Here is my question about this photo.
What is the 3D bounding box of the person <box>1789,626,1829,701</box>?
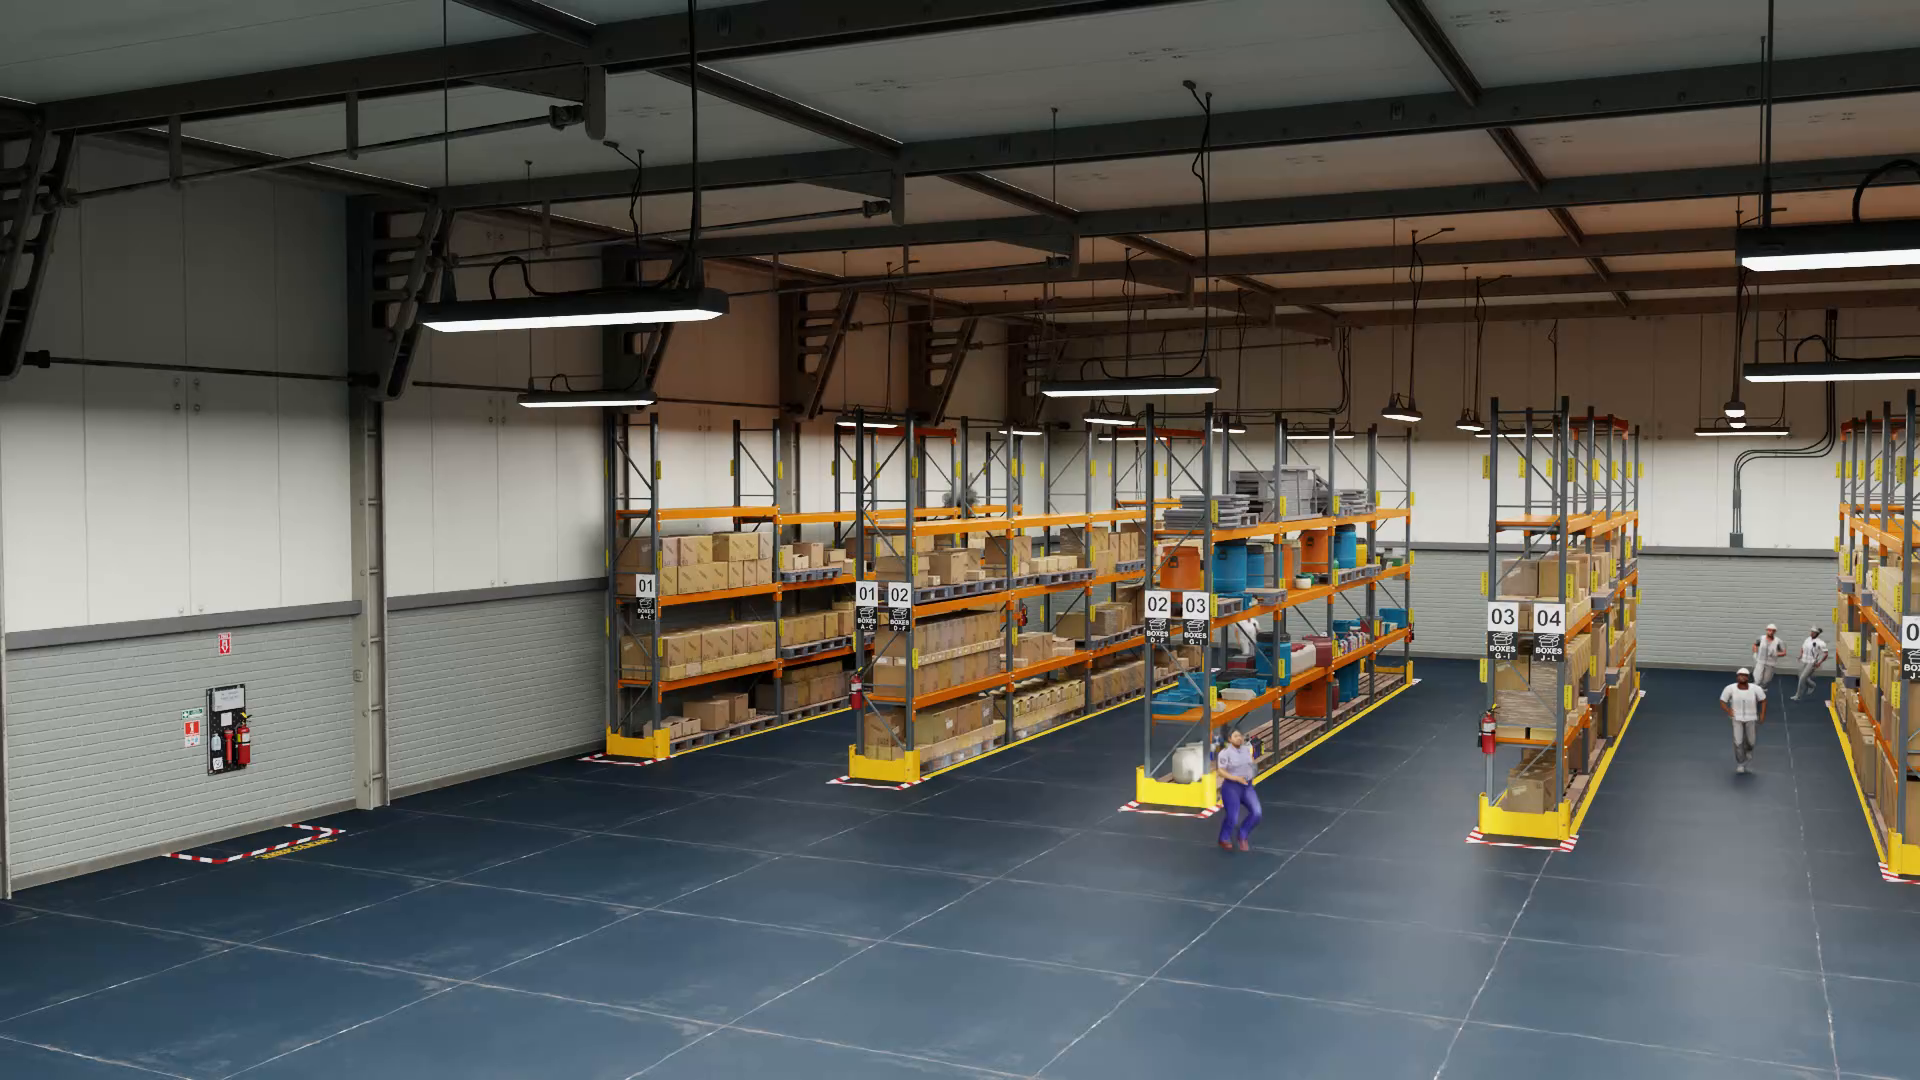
[{"bbox_3d":[18.460,2.666,36.027,0.753,1.640,0.632,-1,3,-23],"label":"person"}]

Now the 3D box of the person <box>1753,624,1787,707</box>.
[{"bbox_3d":[17.035,2.650,35.062,0.706,1.792,0.887,1,3,28],"label":"person"}]

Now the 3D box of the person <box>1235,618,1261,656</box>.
[{"bbox_3d":[6.980,2.508,40.199,0.646,1.645,0.657,0,2,-5],"label":"person"}]

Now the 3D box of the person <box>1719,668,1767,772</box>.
[{"bbox_3d":[13.018,2.985,27.652,0.736,1.726,0.613,1,3,20],"label":"person"}]

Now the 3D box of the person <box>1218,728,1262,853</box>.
[{"bbox_3d":[3.652,3.282,21.801,0.614,1.632,0.653,-1,3,-26],"label":"person"}]
